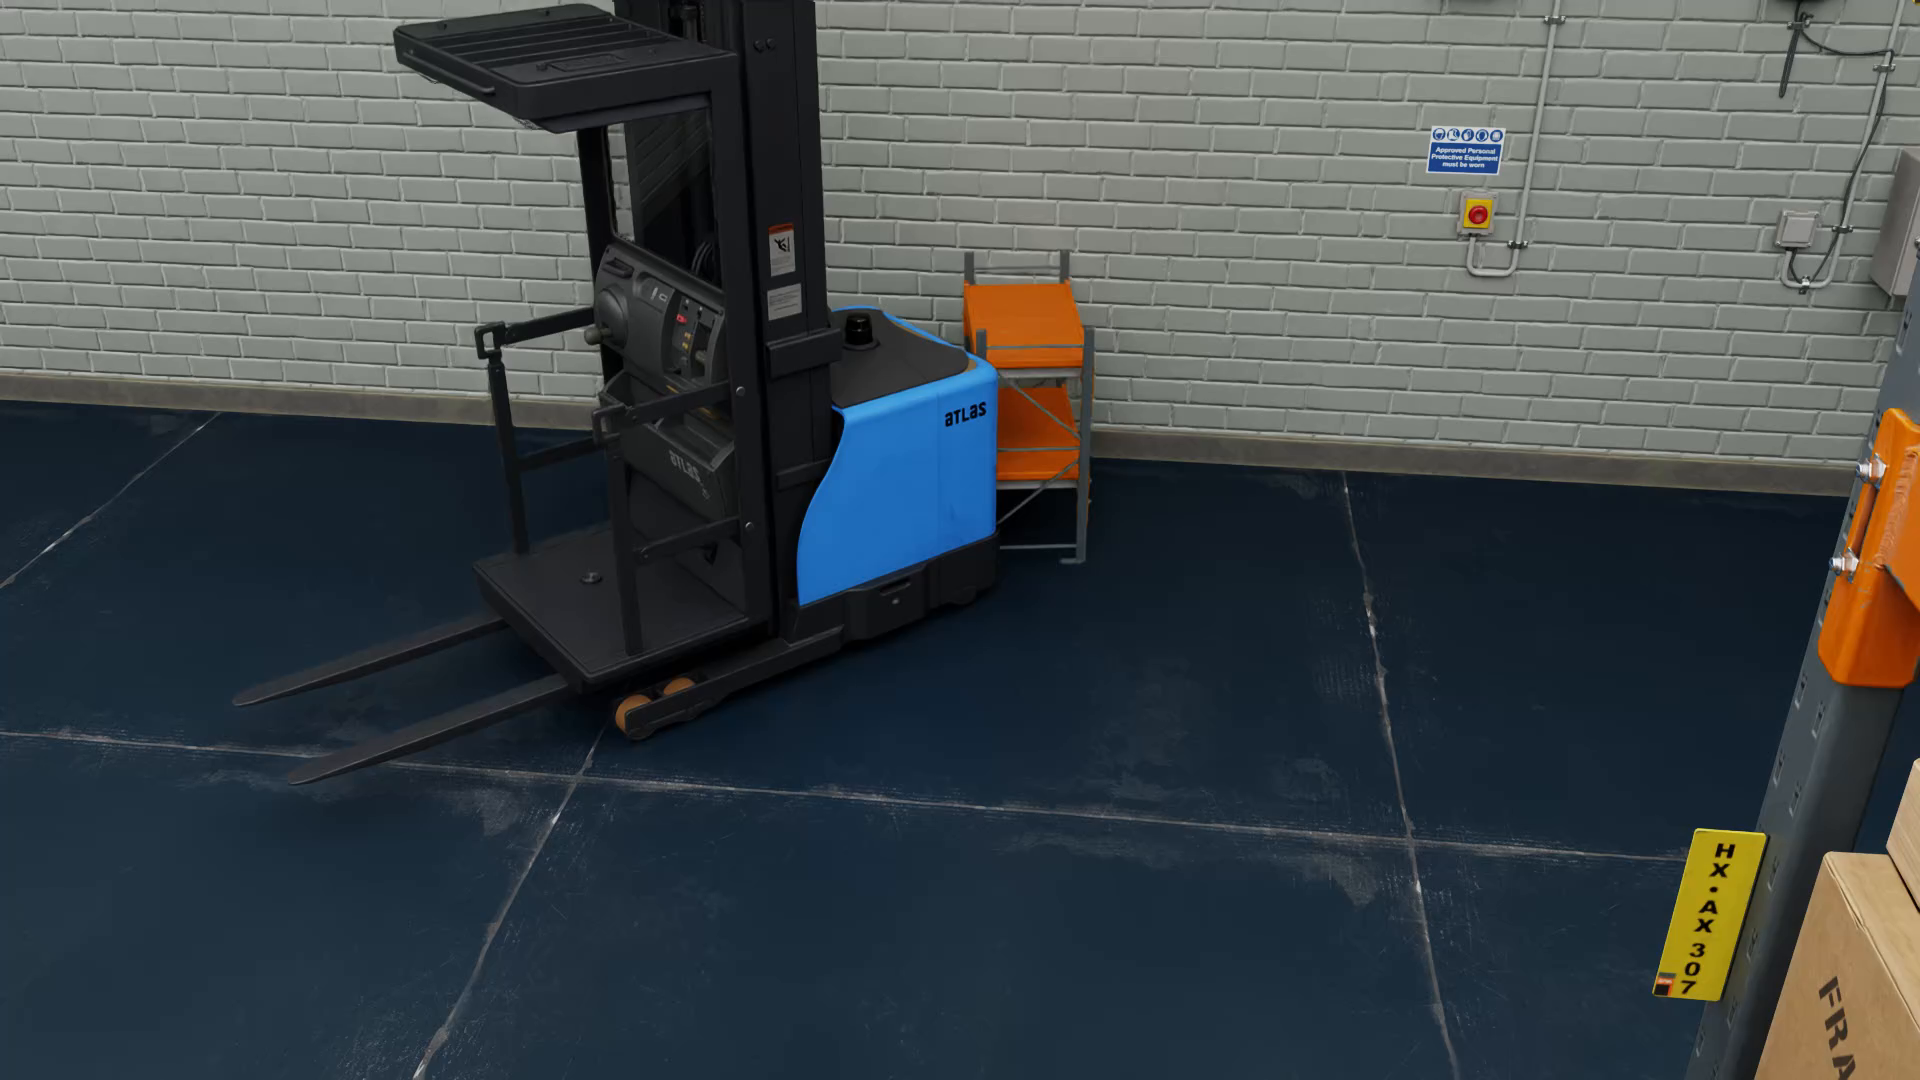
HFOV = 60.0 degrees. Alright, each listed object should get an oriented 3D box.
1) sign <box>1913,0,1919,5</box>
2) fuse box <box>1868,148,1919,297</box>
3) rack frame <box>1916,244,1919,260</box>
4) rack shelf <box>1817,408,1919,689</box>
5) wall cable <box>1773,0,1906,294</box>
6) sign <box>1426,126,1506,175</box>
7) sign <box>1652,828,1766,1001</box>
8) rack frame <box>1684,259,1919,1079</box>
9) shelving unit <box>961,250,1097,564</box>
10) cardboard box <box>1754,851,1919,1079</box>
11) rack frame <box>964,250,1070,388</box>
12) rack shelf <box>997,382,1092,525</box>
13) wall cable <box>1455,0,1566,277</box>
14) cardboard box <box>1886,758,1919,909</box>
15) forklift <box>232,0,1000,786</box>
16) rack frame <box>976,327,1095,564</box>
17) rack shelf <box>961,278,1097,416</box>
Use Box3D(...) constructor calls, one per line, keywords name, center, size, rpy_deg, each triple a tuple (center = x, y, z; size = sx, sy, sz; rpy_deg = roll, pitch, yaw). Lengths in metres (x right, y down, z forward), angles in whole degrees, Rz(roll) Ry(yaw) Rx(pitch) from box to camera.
Box3D(name="sign", center=(1.136, -0.751, 1.814), size=(0.100, 0.325, 0.005), rpy_deg=(3, 28, 6))
Box3D(name="fuse box", center=(4.421, -0.873, 7.567), size=(0.539, 1.711, 0.414), rpy_deg=(3, 28, 6))
Box3D(name="rack frame", center=(1.686, -1.617, 1.263), size=(1.000, 3.000, 0.127), rpy_deg=(3, 28, 6))
Box3D(name="rack shelf", center=(1.441, 0.962, 0.398), size=(1.077, 0.370, 4.000), rpy_deg=(3, 28, 6))
Box3D(name="wall cable", center=(3.763, -2.002, 7.232), size=(0.588, 1.984, 0.122), rpy_deg=(3, 28, 6))
Box3D(name="sign", center=(2.314, -1.782, 7.610), size=(0.327, 0.218, 0.001), rpy_deg=(3, 28, 6))
Box3D(name="sign", center=(1.136, 0.573, 2.527), size=(0.100, 0.325, 0.005), rpy_deg=(3, 28, 6))
Box3D(name="rack frame", center=(1.686, 1.024, 2.686), size=(1.000, 3.000, 0.127), rpy_deg=(3, 28, 6))
Box3D(name="shelving unit", center=(0.296, -0.636, 7.745), size=(0.538, 1.125, 1.048), rpy_deg=(-1, 28, -2))
Box3D(name="cardboard box", center=(1.345, 0.749, 2.037), size=(0.500, 0.500, 0.500), rpy_deg=(3, 28, 5))
Box3D(name="rack frame", center=(0.272, -0.877, 8.192), size=(0.500, 1.125, 0.032), rpy_deg=(-1, 28, -2))
Box3D(name="rack shelf", center=(0.296, -0.421, 7.861), size=(0.538, 0.278, 1.000), rpy_deg=(-1, 28, -2))
Box3D(name="wall cable", center=(2.354, -2.092, 7.367), size=(0.585, 1.953, 0.123), rpy_deg=(3, 28, 6))
Box3D(name="cardboard box", center=(1.368, 0.406, 1.991), size=(0.380, 0.149, 0.250), rpy_deg=(4, 29, 7))
Box3D(name="forklift", center=(-1.306, -0.814, 6.171), size=(3.031, 2.935, 1.130), rpy_deg=(-20, 34, -32))
Box3D(name="rack frame", center=(0.320, -0.395, 7.298), size=(0.500, 1.125, 0.032), rpy_deg=(-1, 28, -2))
Box3D(name="rack shelf", center=(0.296, -0.894, 7.606), size=(0.538, 0.278, 1.000), rpy_deg=(-1, 28, -2))
